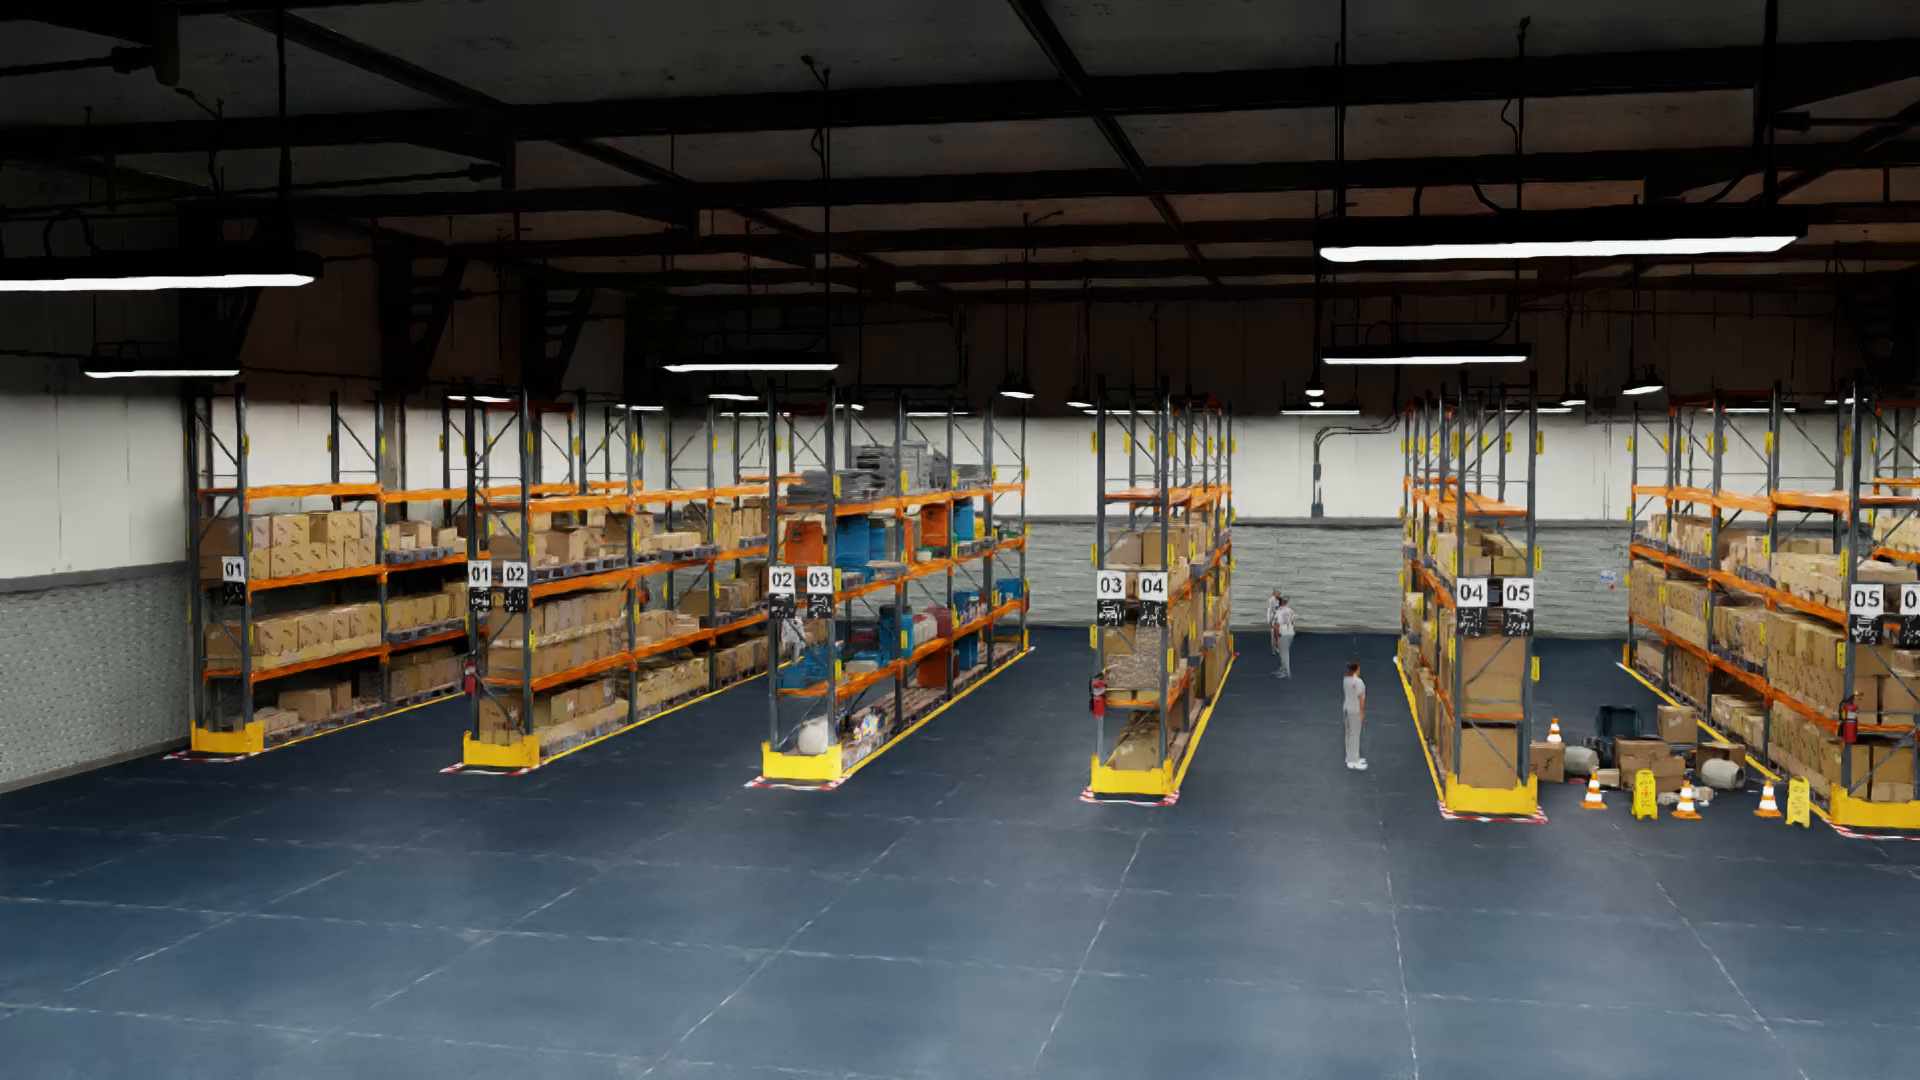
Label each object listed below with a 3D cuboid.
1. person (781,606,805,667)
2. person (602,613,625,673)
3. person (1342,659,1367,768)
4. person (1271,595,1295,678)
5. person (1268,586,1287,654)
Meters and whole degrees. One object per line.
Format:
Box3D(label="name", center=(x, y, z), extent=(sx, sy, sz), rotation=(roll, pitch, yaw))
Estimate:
Box3D(label="person", center=(-3.582, 2.160, 35.478), extent=(0.495, 1.589, 1.086), rotation=(1, 3, 15))
Box3D(label="person", center=(-7.388, 2.123, 35.292), extent=(0.729, 1.733, 0.546), rotation=(1, 3, 11))
Box3D(label="person", center=(6.149, 2.683, 25.817), extent=(0.440, 1.660, 0.496), rotation=(-1, 3, -19))
Box3D(label="person", center=(6.946, 2.061, 35.893), extent=(0.574, 1.748, 0.646), rotation=(3, 4, 41))
Box3D(label="person", center=(7.633, 1.904, 39.886), extent=(0.500, 1.619, 0.997), rotation=(1, 3, 11))
